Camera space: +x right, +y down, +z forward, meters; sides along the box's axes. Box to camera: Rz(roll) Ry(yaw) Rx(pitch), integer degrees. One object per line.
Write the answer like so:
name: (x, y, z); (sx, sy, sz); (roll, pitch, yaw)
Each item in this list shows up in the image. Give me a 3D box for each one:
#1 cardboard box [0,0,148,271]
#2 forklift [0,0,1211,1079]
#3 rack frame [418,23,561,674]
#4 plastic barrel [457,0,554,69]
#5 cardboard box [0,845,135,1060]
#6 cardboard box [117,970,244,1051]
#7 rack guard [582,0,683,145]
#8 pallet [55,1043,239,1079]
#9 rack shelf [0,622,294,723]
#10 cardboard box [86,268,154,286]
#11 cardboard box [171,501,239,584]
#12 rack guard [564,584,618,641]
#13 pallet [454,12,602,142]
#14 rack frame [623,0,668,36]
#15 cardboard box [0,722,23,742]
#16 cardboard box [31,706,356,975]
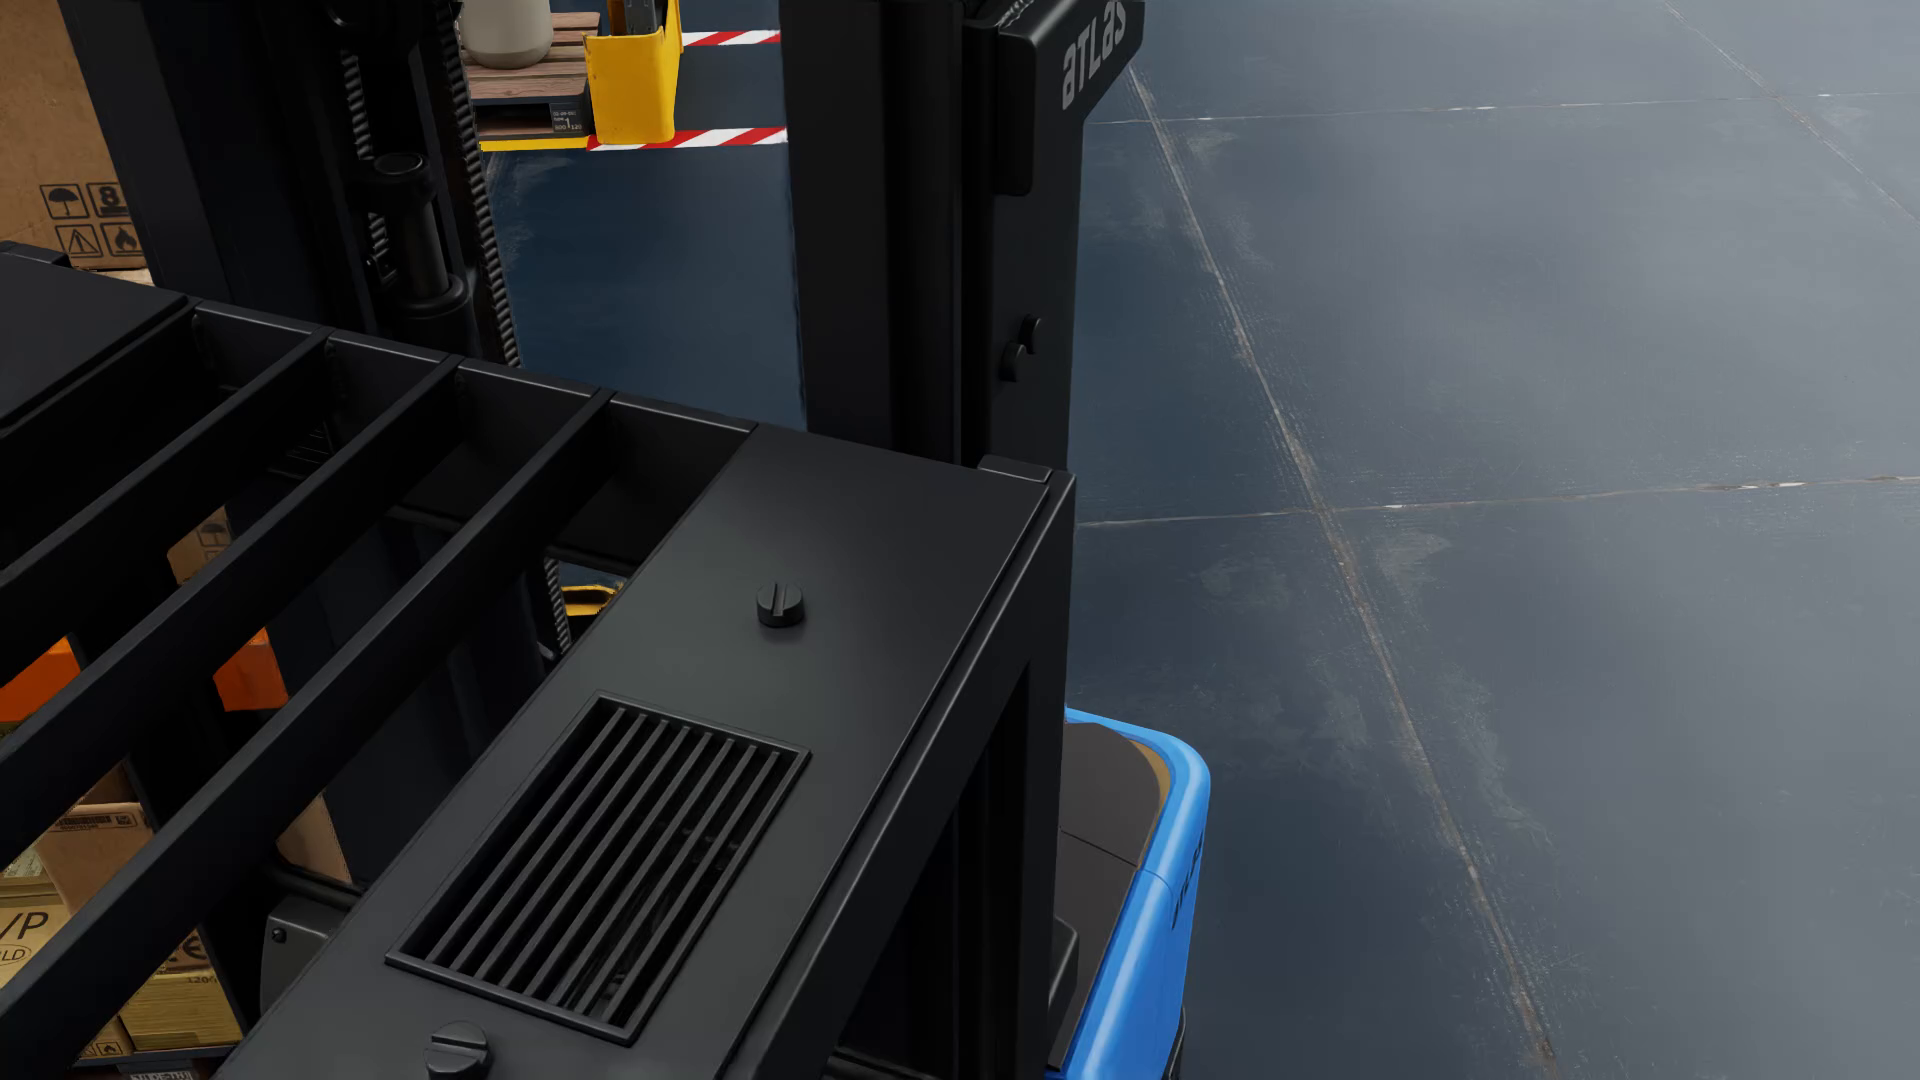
cardboard box: (-1.534, -0.831, 2.754); (0.500, 0.500, 0.700); (-3, 38, -4)
forklift: (-0.523, 0.812, 1.854); (1.130, 2.935, 3.031); (13, 40, 16)
rack frame: (-1.016, -0.303, 3.213); (0.127, 3.000, 1.000); (-3, 38, -4)
plastic barrel: (-2.099, -2.465, 7.621); (0.421, 0.512, 0.421); (0, 38, 0)
cardboard box: (-2.021, 0.858, 3.622); (0.500, 0.250, 0.500); (-3, 38, -4)
cardboard box: (-1.524, 0.823, 3.666); (0.500, 0.250, 0.500); (-3, 38, -4)
rack guard: (-1.522, -2.345, 7.819); (0.348, 0.500, 1.175); (-3, 38, -4)
pallet: (-1.774, 0.859, 3.991); (1.213, 0.211, 1.003); (-3, 38, -4)
rack shelf: (-3.008, 0.089, 3.297); (4.000, 0.370, 1.077); (-3, 38, -4)
cardboard box: (-1.379, -0.459, 2.805); (0.250, 0.149, 0.380); (-4, 38, -5)
cardboard box: (-1.482, -0.325, 3.159); (0.500, 0.500, 0.700); (-3, 38, -4)
rack guard: (-0.992, 0.677, 3.989); (0.348, 0.500, 1.175); (-3, 38, -4)
pallet: (-2.332, -2.190, 7.856); (1.213, 0.211, 1.003); (-3, 38, -4)
rack frame: (-1.451, -3.360, 7.086); (0.127, 3.000, 1.000); (-3, 38, -4)
cardboard box: (-2.067, 0.238, 3.802); (0.500, 0.500, 0.500); (-3, 38, -4)
cardboard box: (-1.523, 0.530, 3.432); (0.500, 0.500, 0.500); (-3, 38, -4)
